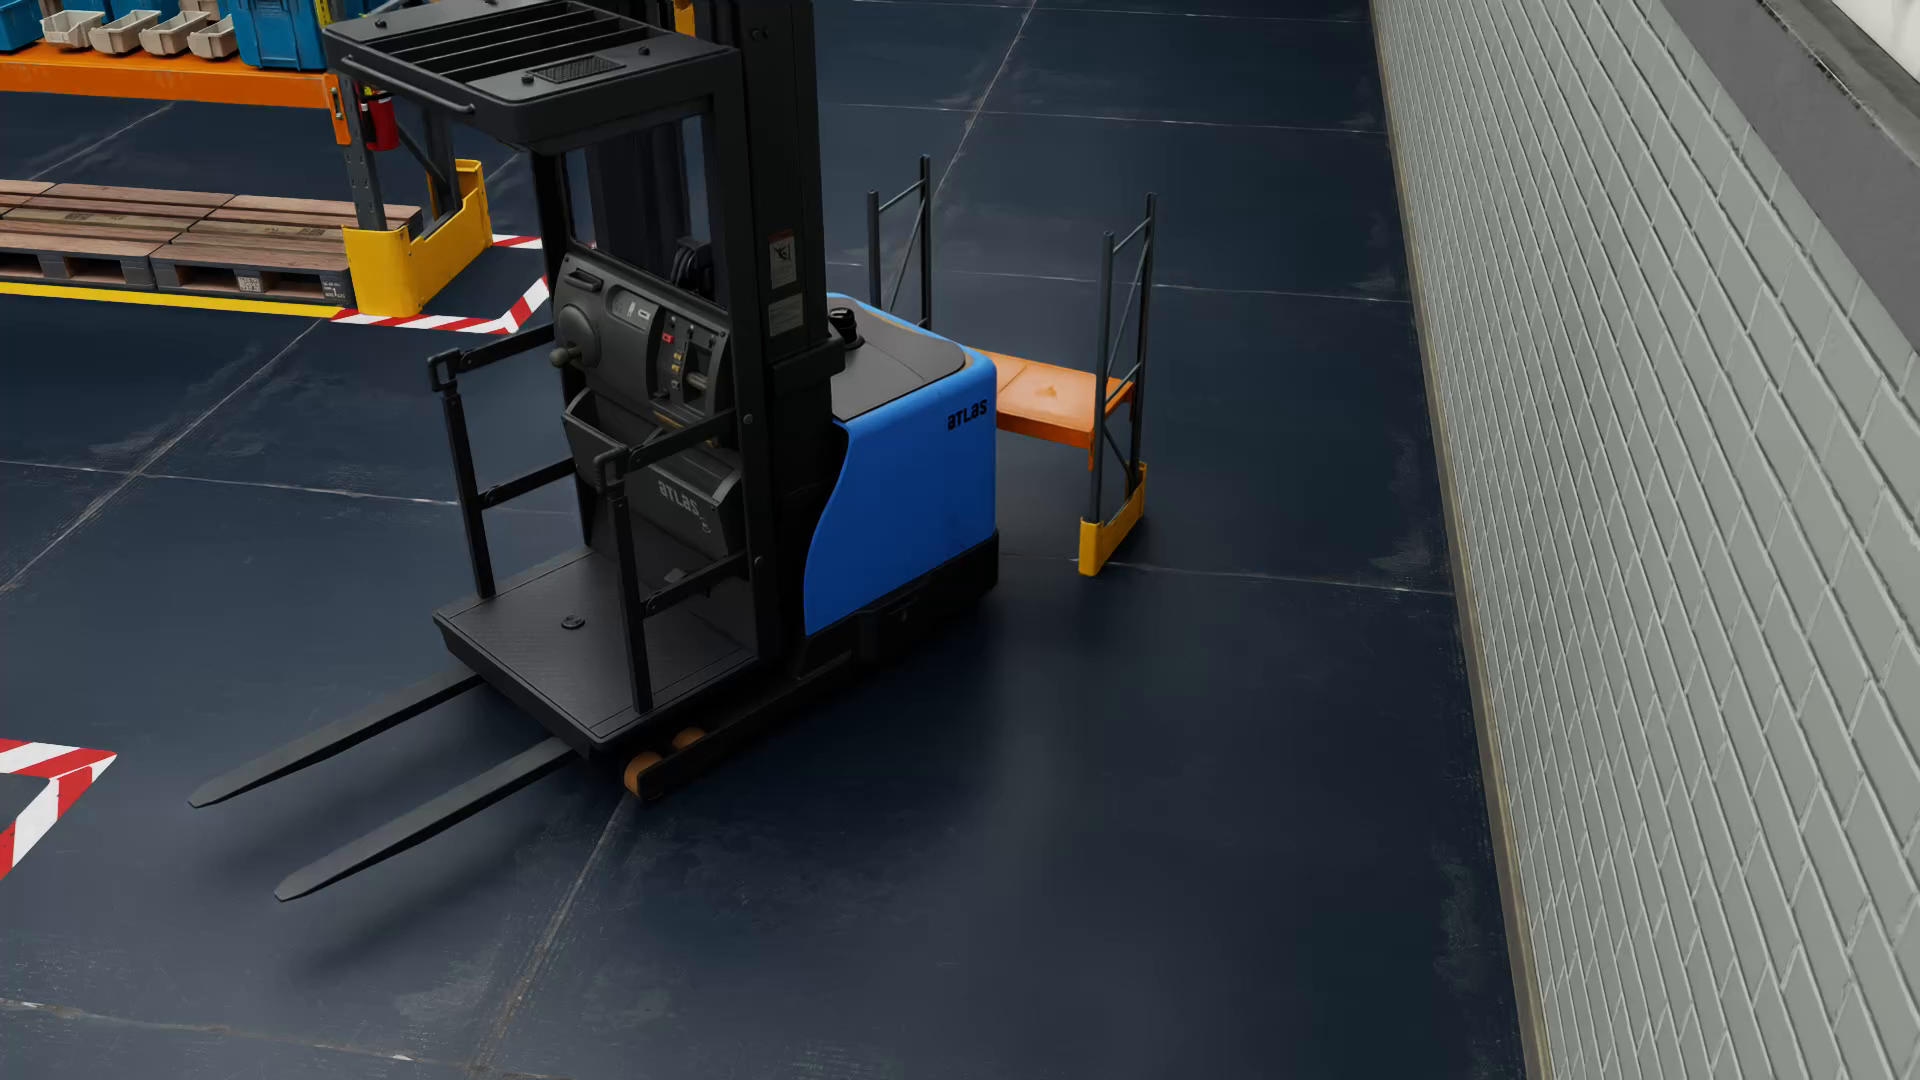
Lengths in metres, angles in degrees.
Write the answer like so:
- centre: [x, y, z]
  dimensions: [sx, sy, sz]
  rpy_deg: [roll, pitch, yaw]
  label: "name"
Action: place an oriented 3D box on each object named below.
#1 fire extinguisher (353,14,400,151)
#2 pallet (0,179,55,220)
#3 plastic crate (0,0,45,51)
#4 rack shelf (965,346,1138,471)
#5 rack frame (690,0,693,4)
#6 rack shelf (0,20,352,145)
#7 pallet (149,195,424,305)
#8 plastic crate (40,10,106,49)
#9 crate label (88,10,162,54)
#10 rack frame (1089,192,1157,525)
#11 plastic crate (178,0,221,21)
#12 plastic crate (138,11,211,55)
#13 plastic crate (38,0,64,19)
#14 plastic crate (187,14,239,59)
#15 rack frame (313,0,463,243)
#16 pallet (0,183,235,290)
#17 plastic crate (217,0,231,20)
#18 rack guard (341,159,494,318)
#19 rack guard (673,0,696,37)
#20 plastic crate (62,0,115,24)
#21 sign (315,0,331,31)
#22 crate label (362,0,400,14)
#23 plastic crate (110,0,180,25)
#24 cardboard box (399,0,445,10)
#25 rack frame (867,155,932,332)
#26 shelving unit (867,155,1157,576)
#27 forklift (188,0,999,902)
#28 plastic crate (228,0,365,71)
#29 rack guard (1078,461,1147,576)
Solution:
- centre: [-3.057, -2.372, 8.637]
  dimensions: [0.183, 0.674, 0.296]
  rpy_deg: [5, 32, 8]
  label: "fire extinguisher"
- centre: [-6.341, -1.944, 10.156]
  dimensions: [1.213, 0.211, 1.003]
  rpy_deg: [5, 32, 8]
  label: "pallet"
- centre: [-5.197, -2.818, 9.026]
  dimensions: [0.300, 0.233, 0.416]
  rpy_deg: [5, 32, 8]
  label: "plastic crate"
- centre: [0.206, -0.598, 7.131]
  dimensions: [1.000, 0.185, 0.538]
  rpy_deg: [15, 35, 22]
  label: "rack shelf"
- centre: [-2.292, -5.404, 13.057]
  dimensions: [0.127, 3.000, 1.000]
  rpy_deg: [5, 32, 8]
  label: "rack frame"
- centre: [-5.101, -2.688, 9.395]
  dimensions: [4.000, 0.370, 1.077]
  rpy_deg: [5, 32, 8]
  label: "rack shelf"
- centre: [-3.936, -1.726, 9.809]
  dimensions: [1.213, 0.211, 1.003]
  rpy_deg: [5, 32, 8]
  label: "pallet"
- centre: [-4.821, -2.768, 9.037]
  dimensions: [0.250, 0.136, 0.298]
  rpy_deg: [5, 32, 8]
  label: "plastic crate"
- centre: [-4.526, -2.751, 9.010]
  dimensions: [0.243, 0.136, 0.396]
  rpy_deg: [5, 32, 8]
  label: "crate label"
- centre: [0.662, -0.631, 6.845]
  dimensions: [0.032, 1.500, 0.500]
  rpy_deg: [15, 35, 22]
  label: "rack frame"
- centre: [-4.288, -3.054, 9.495]
  dimensions: [0.298, 0.136, 0.250]
  rpy_deg: [5, 32, 8]
  label: "plastic crate"
- centre: [-4.247, -2.739, 8.991]
  dimensions: [0.243, 0.136, 0.396]
  rpy_deg: [5, 32, 8]
  label: "plastic crate"
- centre: [-5.305, -3.087, 9.546]
  dimensions: [0.466, 0.136, 0.293]
  rpy_deg: [5, 32, 8]
  label: "plastic crate"
- centre: [-3.964, -2.706, 8.938]
  dimensions: [0.243, 0.136, 0.396]
  rpy_deg: [5, 32, 8]
  label: "plastic crate"
- centre: [-3.129, -2.814, 8.919]
  dimensions: [0.127, 3.000, 1.000]
  rpy_deg: [5, 32, 8]
  label: "rack frame"
- centre: [-5.135, -1.836, 9.984]
  dimensions: [1.213, 0.211, 1.003]
  rpy_deg: [5, 32, 8]
  label: "pallet"
- centre: [-3.966, -3.022, 9.351]
  dimensions: [0.300, 0.233, 0.416]
  rpy_deg: [5, 32, 8]
  label: "plastic crate"
- centre: [-3.104, -1.759, 9.589]
  dimensions: [0.348, 0.500, 1.175]
  rpy_deg: [5, 32, 8]
  label: "rack guard"
- centre: [-2.367, -4.352, 13.731]
  dimensions: [0.348, 0.500, 1.175]
  rpy_deg: [5, 32, 8]
  label: "rack guard"
- centre: [-4.911, -3.107, 9.488]
  dimensions: [0.300, 0.233, 0.416]
  rpy_deg: [5, 32, 8]
  label: "plastic crate"
- centre: [-3.206, -2.594, 8.413]
  dimensions: [0.005, 0.325, 0.100]
  rpy_deg: [5, 32, 8]
  label: "sign"
- centre: [-3.317, -2.963, 9.257]
  dimensions: [0.303, 0.233, 0.416]
  rpy_deg: [5, 32, 8]
  label: "crate label"
- centre: [-4.615, -3.080, 9.445]
  dimensions: [0.300, 0.233, 0.416]
  rpy_deg: [5, 32, 8]
  label: "plastic crate"
- centre: [-4.383, -4.725, 13.909]
  dimensions: [0.637, 0.503, 0.797]
  rpy_deg: [5, 32, 8]
  label: "cardboard box"
- centre: [-0.249, -0.870, 7.226]
  dimensions: [0.032, 1.500, 0.500]
  rpy_deg: [15, 35, 22]
  label: "rack frame"
- centre: [0.215, -0.749, 7.032]
  dimensions: [1.083, 1.500, 0.587]
  rpy_deg: [15, 35, 22]
  label: "shelving unit"
- centre: [-1.239, -0.646, 5.519]
  dimensions: [1.130, 2.935, 3.031]
  rpy_deg: [28, 41, 37]
  label: "forklift"
- centre: [-3.491, -2.787, 8.785]
  dimensions: [0.499, 0.435, 0.616]
  rpy_deg: [5, 32, 8]
  label: "plastic crate"
- centre: [0.661, -0.102, 7.177]
  dimensions: [0.087, 0.250, 0.587]
  rpy_deg: [15, 35, 22]
  label: "rack guard"
